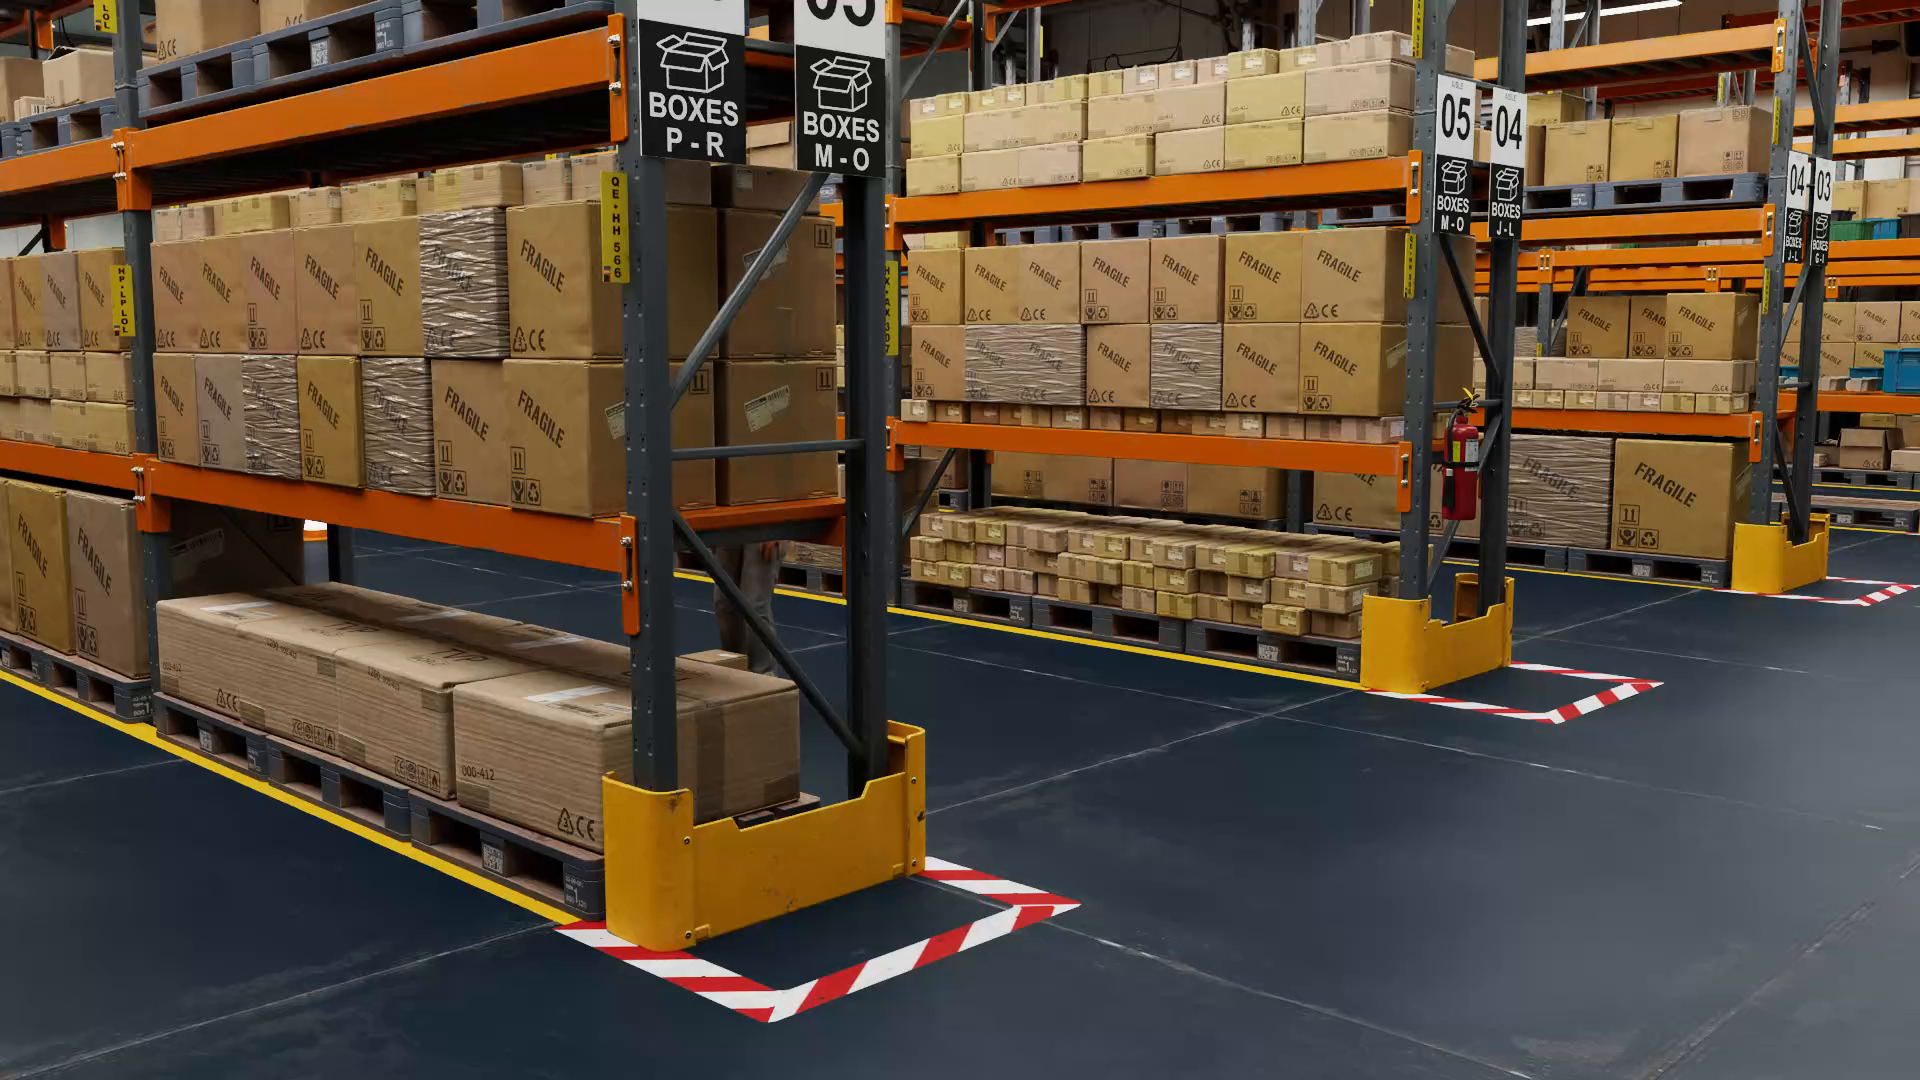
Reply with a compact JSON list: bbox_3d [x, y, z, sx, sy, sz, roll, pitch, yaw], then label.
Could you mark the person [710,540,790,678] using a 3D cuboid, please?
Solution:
[{"bbox_3d":[-1.098,-0.062,8.650,0.581,1.771,0.463,7,10,44],"label":"person"}]
